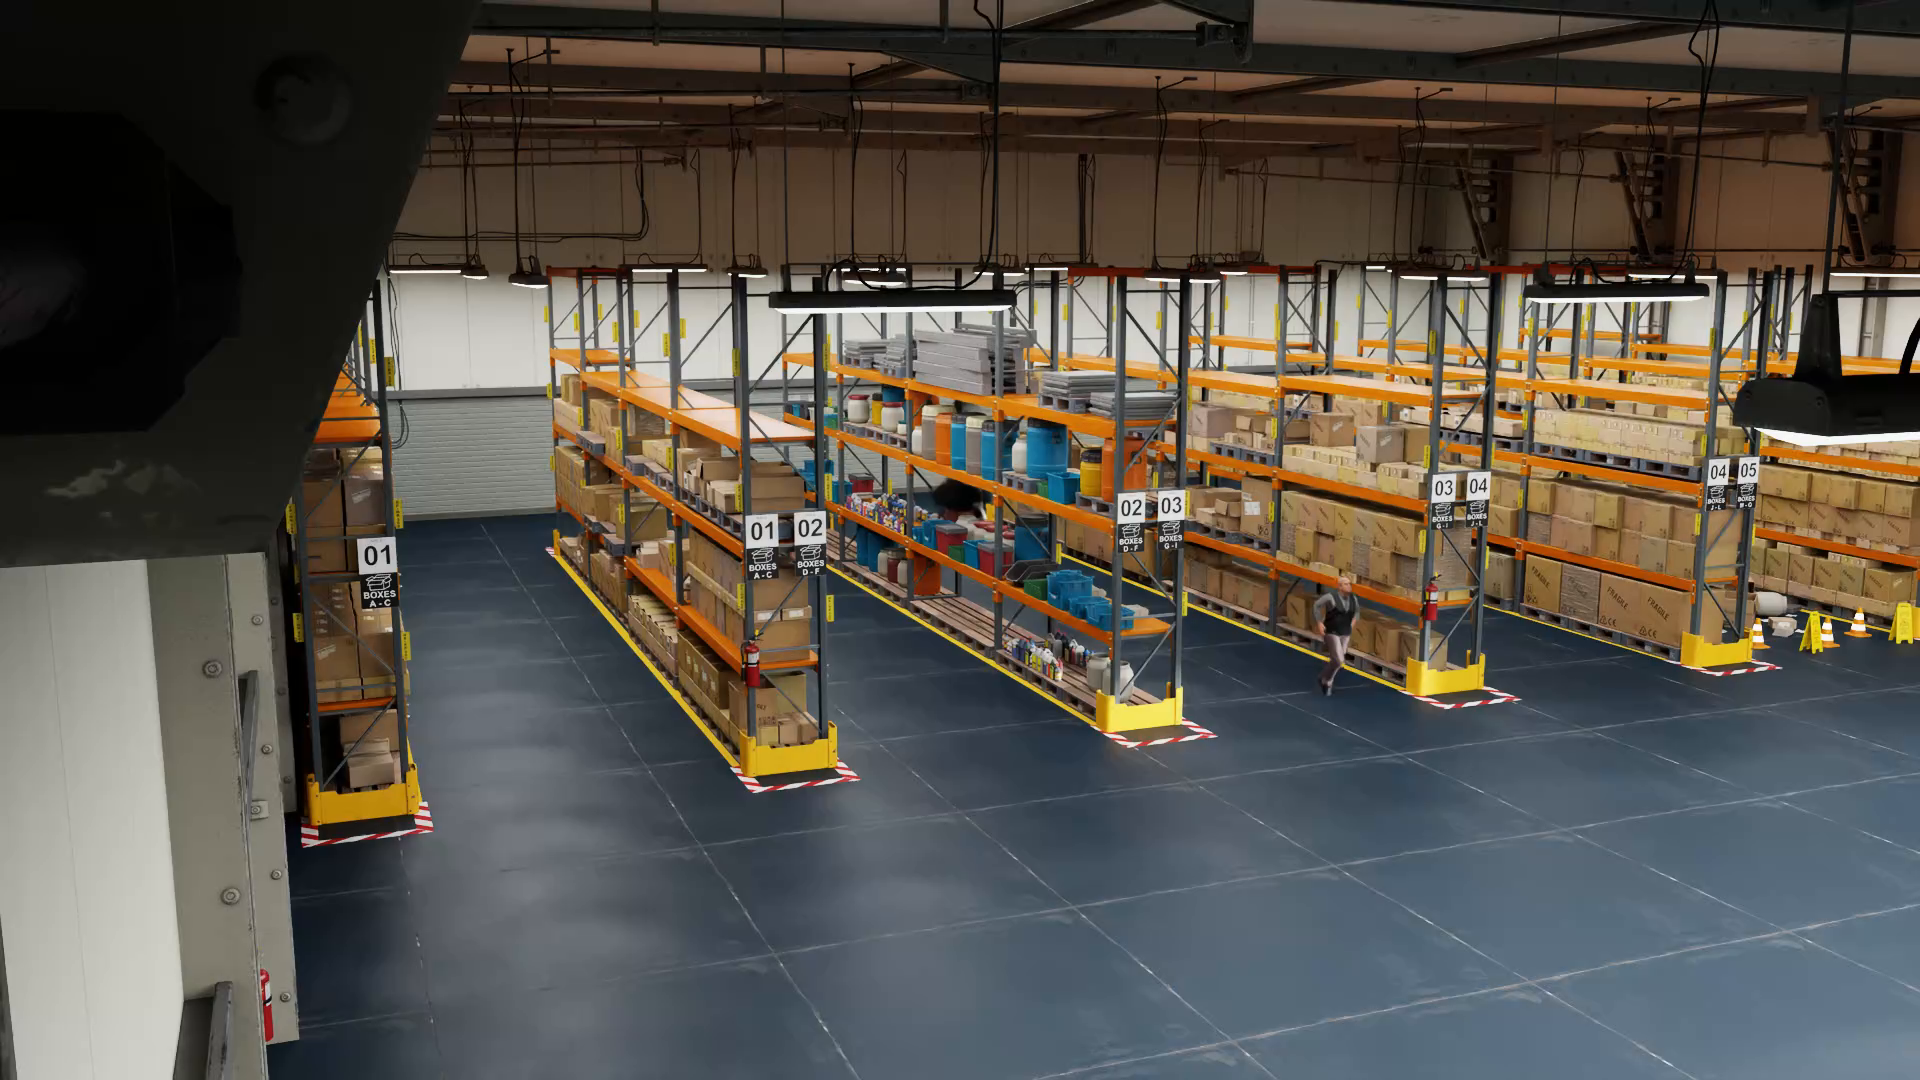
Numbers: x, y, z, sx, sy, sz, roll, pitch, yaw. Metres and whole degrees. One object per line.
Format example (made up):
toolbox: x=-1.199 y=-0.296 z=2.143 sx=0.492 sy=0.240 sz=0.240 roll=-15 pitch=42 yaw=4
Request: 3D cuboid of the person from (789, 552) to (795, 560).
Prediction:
person: x=-2.922 y=0.093 z=29.945 sx=0.571 sy=1.586 sz=0.678 roll=-4 pitch=11 yaw=-22

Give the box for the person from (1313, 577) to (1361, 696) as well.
person: x=5.430 y=1.401 z=23.932 sx=0.676 sy=1.786 sz=0.659 roll=-4 pitch=11 yaw=-24

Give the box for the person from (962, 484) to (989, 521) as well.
person: x=0.283 y=-0.536 z=34.583 sx=0.693 sy=1.845 sz=0.902 roll=-6 pitch=11 yaw=-30
